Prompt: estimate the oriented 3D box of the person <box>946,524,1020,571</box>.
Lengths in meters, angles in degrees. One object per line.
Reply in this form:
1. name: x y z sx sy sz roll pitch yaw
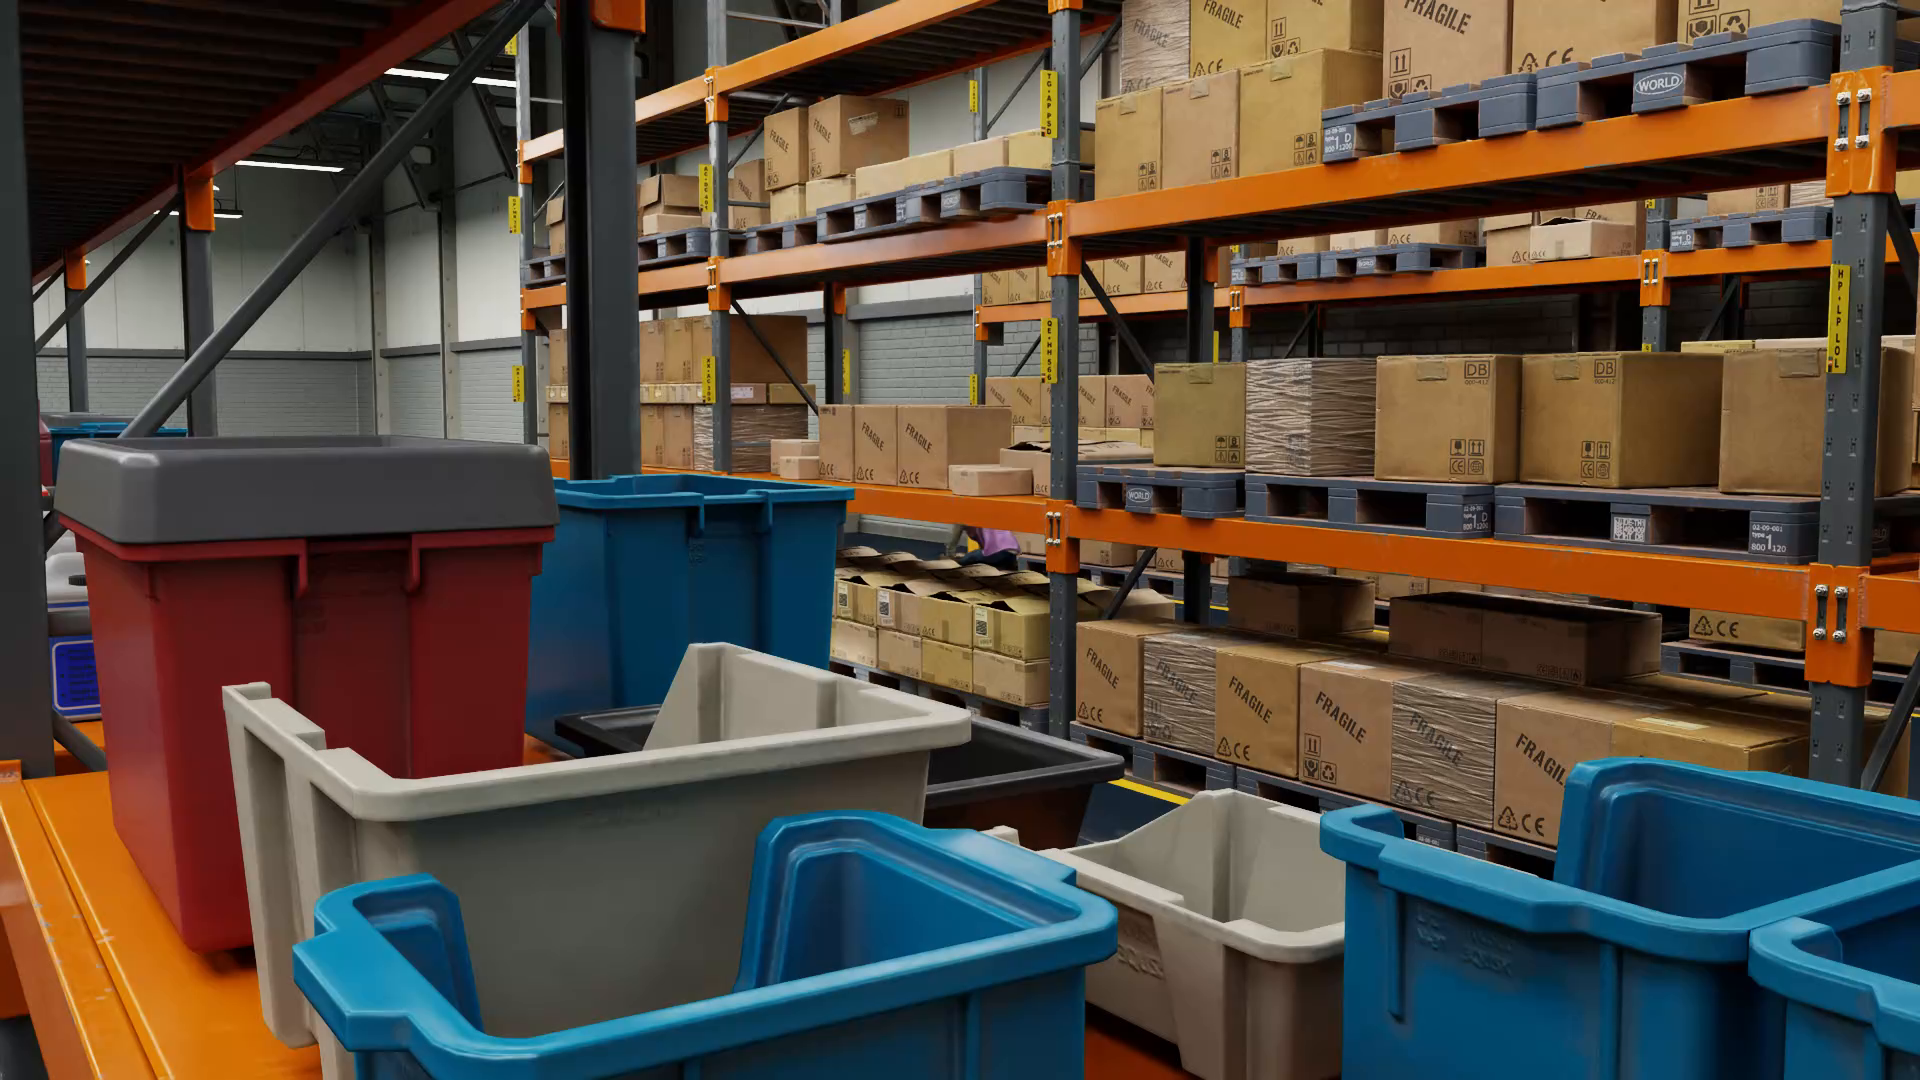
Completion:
1. person: 0.187 0.115 14.505 0.454 0.996 0.765 -3 6 -34
